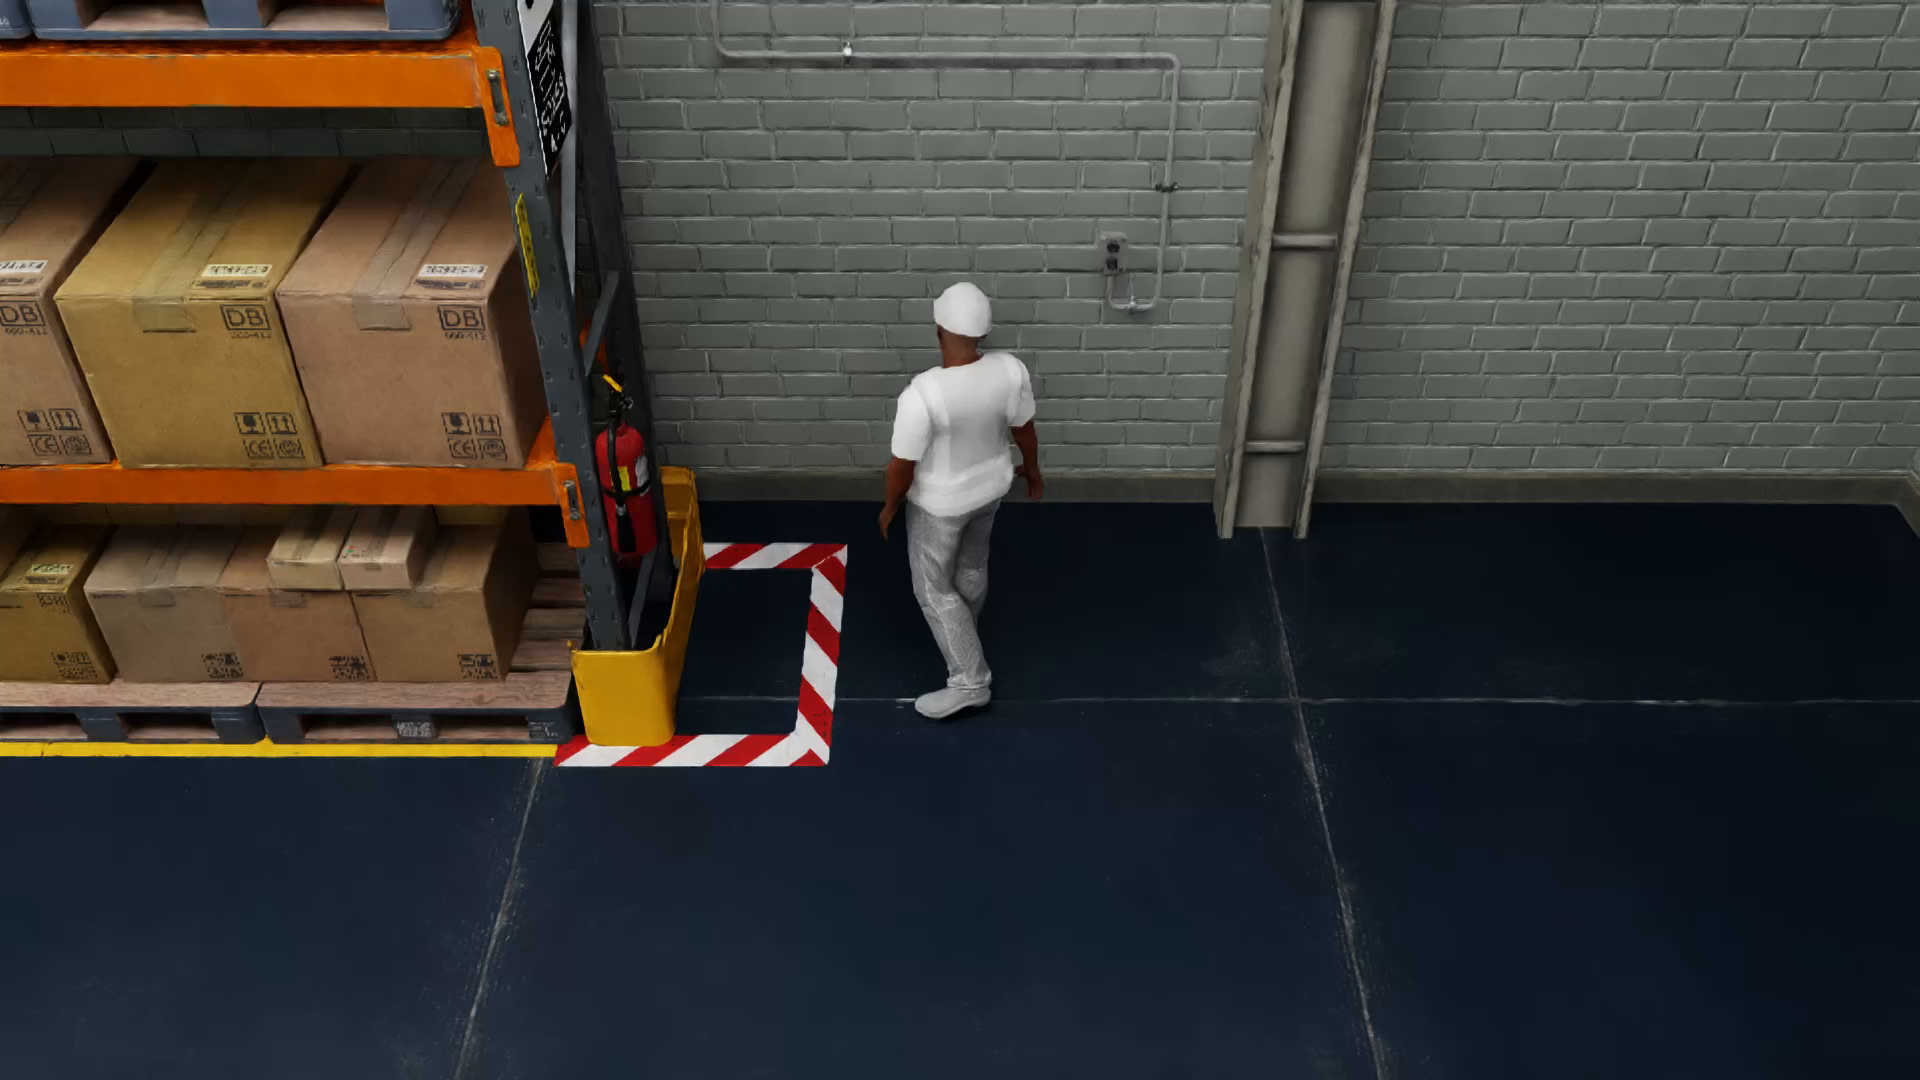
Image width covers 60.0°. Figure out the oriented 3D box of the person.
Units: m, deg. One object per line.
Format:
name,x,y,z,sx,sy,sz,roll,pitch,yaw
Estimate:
person,0.025,-0.175,6.347,0.708,1.766,0.645,-23,45,-26
